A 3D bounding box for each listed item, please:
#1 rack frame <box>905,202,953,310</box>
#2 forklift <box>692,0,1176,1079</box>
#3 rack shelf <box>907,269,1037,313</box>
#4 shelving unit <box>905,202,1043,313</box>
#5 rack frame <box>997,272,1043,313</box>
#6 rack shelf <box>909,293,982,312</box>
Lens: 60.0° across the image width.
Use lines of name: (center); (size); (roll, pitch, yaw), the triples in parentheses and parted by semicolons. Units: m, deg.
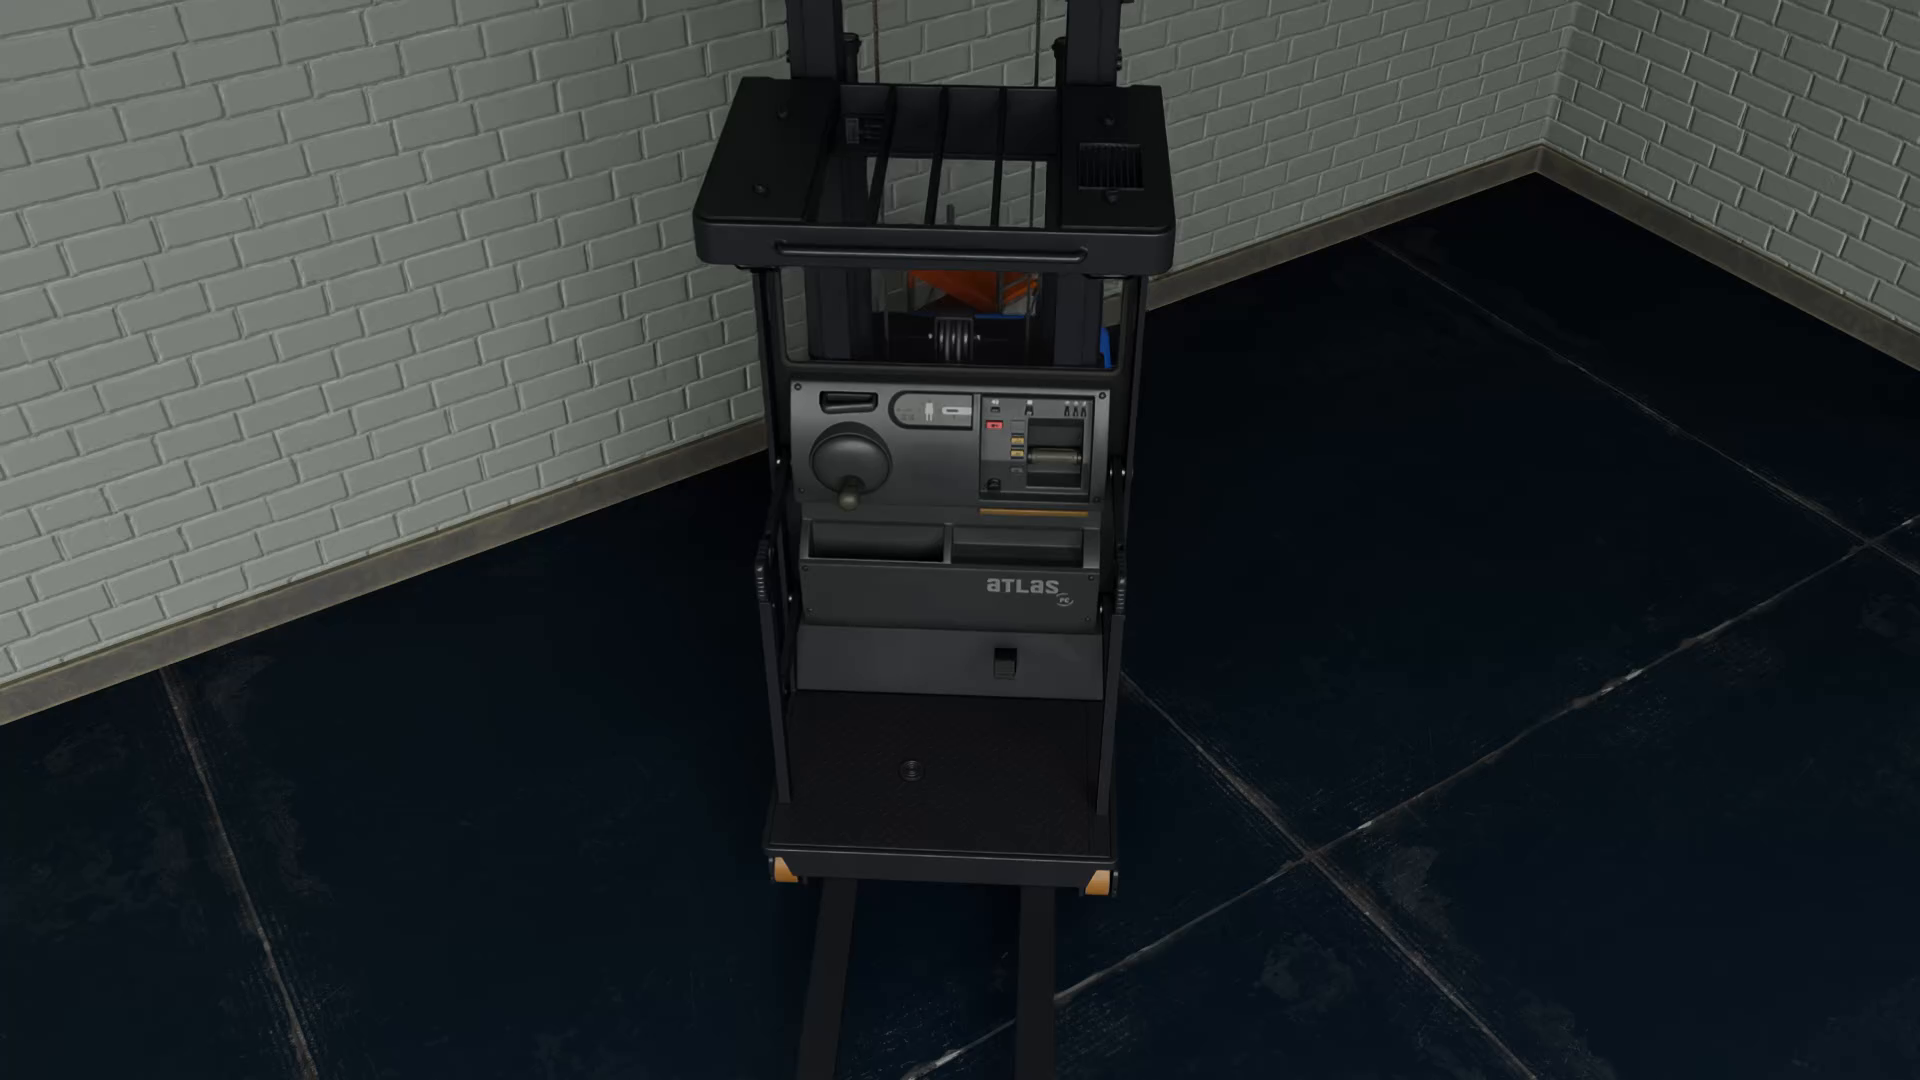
rack frame: (-0.117, -0.794, 6.765); (0.240, 1.200, 0.015); (-32, 49, -33)
forklift: (-0.040, -0.198, 4.698); (1.130, 2.935, 3.031); (2, 40, 2)
rack shelf: (0.054, -0.984, 6.380); (0.258, 0.148, 0.480); (-32, 49, -33)
shelving unit: (0.054, -0.682, 6.632); (0.258, 1.200, 0.503); (-32, 49, -33)
rack frame: (0.225, -0.571, 6.498); (0.240, 1.200, 0.015); (-32, 49, -33)
rack shelf: (0.054, -0.803, 6.532); (0.258, 0.148, 0.480); (-32, 49, -33)
